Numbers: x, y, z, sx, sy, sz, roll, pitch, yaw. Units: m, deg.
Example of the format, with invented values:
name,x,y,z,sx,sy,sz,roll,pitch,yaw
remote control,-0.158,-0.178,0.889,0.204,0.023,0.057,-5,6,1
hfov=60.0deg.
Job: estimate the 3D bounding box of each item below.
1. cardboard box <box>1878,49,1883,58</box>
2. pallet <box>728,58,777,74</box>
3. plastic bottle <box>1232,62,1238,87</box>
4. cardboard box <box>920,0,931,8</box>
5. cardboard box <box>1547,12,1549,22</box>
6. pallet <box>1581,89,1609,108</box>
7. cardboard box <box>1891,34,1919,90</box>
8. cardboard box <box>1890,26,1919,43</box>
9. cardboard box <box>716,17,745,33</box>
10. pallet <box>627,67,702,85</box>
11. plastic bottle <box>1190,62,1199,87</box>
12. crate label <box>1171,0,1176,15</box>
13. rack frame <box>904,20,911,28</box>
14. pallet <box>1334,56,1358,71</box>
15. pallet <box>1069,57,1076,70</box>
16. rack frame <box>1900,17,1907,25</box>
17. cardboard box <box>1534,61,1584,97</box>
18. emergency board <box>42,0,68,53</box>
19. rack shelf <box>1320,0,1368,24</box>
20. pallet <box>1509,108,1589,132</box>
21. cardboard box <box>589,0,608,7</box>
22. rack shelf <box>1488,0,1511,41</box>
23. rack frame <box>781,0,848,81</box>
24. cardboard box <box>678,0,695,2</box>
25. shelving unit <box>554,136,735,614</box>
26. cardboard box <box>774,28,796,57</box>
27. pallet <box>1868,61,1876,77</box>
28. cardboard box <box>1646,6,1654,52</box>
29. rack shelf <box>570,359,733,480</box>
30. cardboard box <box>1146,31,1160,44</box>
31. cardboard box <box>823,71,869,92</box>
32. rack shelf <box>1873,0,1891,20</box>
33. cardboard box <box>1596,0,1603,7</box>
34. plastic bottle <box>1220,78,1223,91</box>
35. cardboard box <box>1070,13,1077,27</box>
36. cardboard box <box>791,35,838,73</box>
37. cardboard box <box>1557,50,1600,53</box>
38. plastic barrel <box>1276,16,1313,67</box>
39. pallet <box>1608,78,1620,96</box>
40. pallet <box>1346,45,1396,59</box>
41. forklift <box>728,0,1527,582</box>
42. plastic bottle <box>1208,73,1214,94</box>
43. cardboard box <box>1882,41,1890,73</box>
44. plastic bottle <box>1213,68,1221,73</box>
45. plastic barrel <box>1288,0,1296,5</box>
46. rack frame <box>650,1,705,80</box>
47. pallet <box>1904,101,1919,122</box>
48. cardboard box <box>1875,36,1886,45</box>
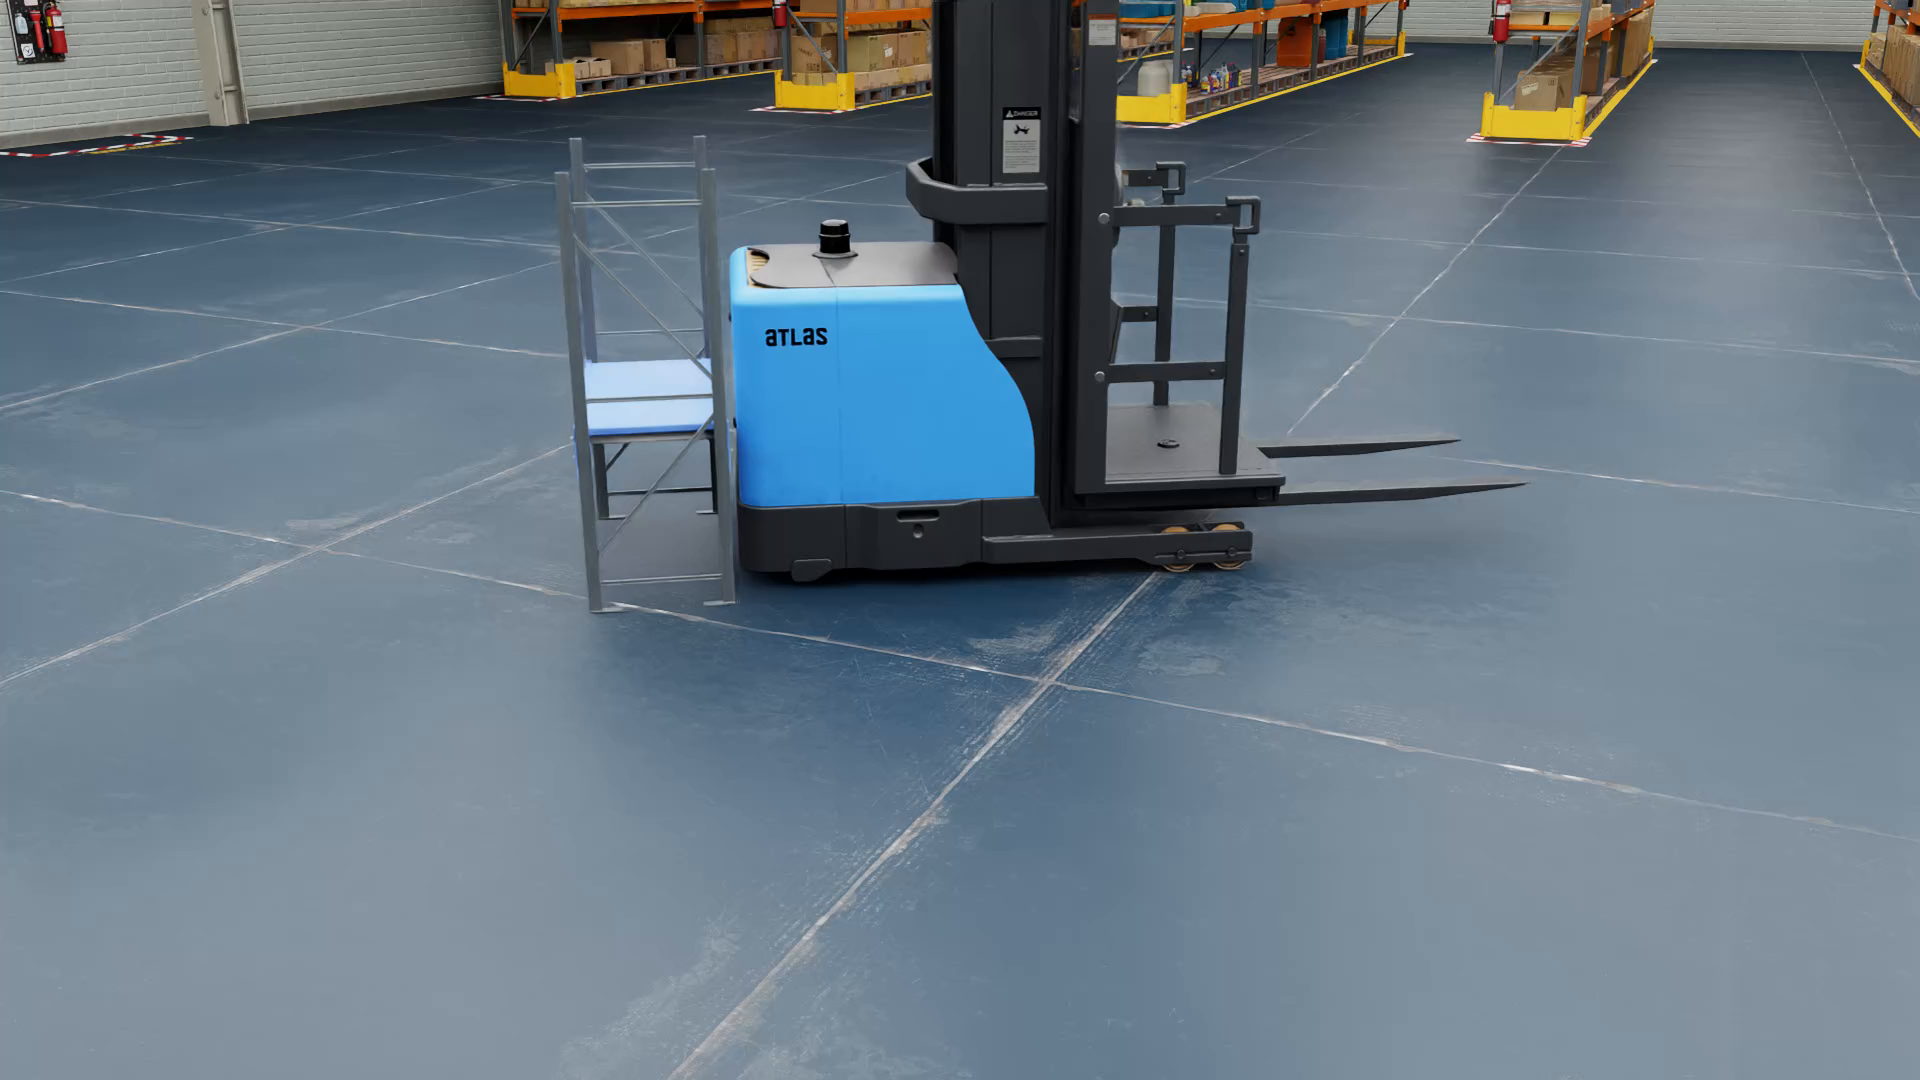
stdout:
name,x,y,z,sx,sy,sz,roll,pitch,yaw
cardboard box,16.284,-8.495,29.063,0.380,0.149,0.250,7,21,20
pallet,-4.155,-8.879,31.121,1.003,0.211,1.213,9,21,23
plastic bottle,4.067,-6.944,24.815,0.144,0.351,0.185,8,21,21
cardboard box,-0.836,-8.651,26.167,0.700,0.500,0.500,8,21,22
cardboard box,7.152,-6.550,20.785,0.380,0.149,0.250,9,21,23
pallet,8.904,-6.466,24.336,1.003,0.211,1.213,9,21,23
cardboard box,14.377,-7.017,24.454,1.050,0.750,0.750,8,21,22
cardboard box,15.587,-8.297,27.306,0.500,0.250,0.500,9,22,24
cardboard box,-4.297,-9.486,30.619,0.500,0.250,0.500,8,21,21
pallet,-5.213,-8.057,28.808,1.003,0.211,1.213,9,21,23
plastic bottle,3.490,-6.971,24.890,0.144,0.351,0.185,9,21,23
crate label,2.937,-7.615,23.352,0.502,0.435,0.616,9,21,23
rack frame,-0.450,-8.902,27.024,1.000,3.000,0.127,9,21,23
pallet,6.990,-9.123,31.806,1.003,0.211,1.213,9,21,23
pallet,1.529,-9.034,31.557,1.003,0.211,1.213,9,21,23
rack frame,17.981,-10.499,31.514,0.949,2.616,0.053,9,21,23
cardboard box,8.158,-6.269,22.723,0.500,0.500,0.500,17,26,40
emergency board,-10.538,-6.028,19.358,0.183,0.685,0.291,9,21,23
rack shelf,6.525,-9.717,30.388,1.077,0.370,4.000,9,21,23
pallet,7.344,-5.272,20.978,1.003,0.211,1.213,9,21,23
cardboard box,-5.919,-8.563,26.264,0.500,0.250,0.500,8,21,21
rack shelf,14.615,-9.097,24.252,10.978,2.975,16.110,9,21,23
rack frame,-2.088,-7.679,23.586,1.000,3.000,0.127,9,21,23
cardboard box,-4.888,-9.333,28.430,0.500,0.250,0.500,9,21,23
shelving unit,-1.123,-0.637,6.022,0.538,1.500,1.048,-3,20,-9
cardboard box,-3.580,-9.606,32.076,0.700,0.500,0.500,9,21,23
pallet,17.087,-8.546,30.185,1.003,0.211,1.213,9,21,23
cardboard box,13.311,-10.200,33.218,0.875,0.875,0.875,9,21,23
rack shelf,-1.123,-0.468,6.082,0.538,0.185,1.000,-3,20,-9
cardboard box,4.050,-10.996,36.358,0.500,0.250,0.500,9,21,23
cardboard box,-1.665,-6.715,24.351,0.500,0.250,0.500,9,21,23
rack shelf,17.165,-9.548,29.914,1.077,0.370,4.000,9,21,23
cardboard box,7.996,-7.285,21.884,0.875,0.500,0.500,9,21,23
plastic bottle,3.763,-6.627,24.147,0.097,0.201,0.097,0,20,0
cardboard box,1.996,-10.310,32.939,0.500,0.250,0.500,9,21,23
cardboard box,-2.140,-7.140,24.426,0.500,0.500,0.500,9,21,23
cardboard box,9.299,-7.070,24.947,0.700,0.500,0.500,7,21,18
plastic barrel,5.891,-8.771,29.268,0.600,0.830,0.708,9,21,23
pallet,9.903,-7.212,26.433,1.003,0.211,1.213,9,21,23
pallet,8.609,-10.329,35.198,1.003,0.211,1.213,9,21,23
forklift,0.647,-1.435,6.129,3.031,2.935,1.130,-3,20,-7
plastic bottle,3.566,-6.504,23.679,0.061,0.283,0.133,9,21,24
cardboard box,15.801,-8.106,27.890,0.500,0.500,0.500,9,22,25
plastic bottle,3.843,-6.863,24.698,0.152,0.276,0.135,9,21,23
plastic barrel,5.307,-9.024,27.200,0.421,0.512,0.421,0,20,0
rack frame,-4.971,-9.581,28.932,1.000,3.000,0.127,9,21,23
pallet,13.317,-5.763,22.358,1.003,0.211,1.213,9,21,23
cardboard box,16.939,-9.115,30.362,0.380,0.149,0.250,9,21,24
